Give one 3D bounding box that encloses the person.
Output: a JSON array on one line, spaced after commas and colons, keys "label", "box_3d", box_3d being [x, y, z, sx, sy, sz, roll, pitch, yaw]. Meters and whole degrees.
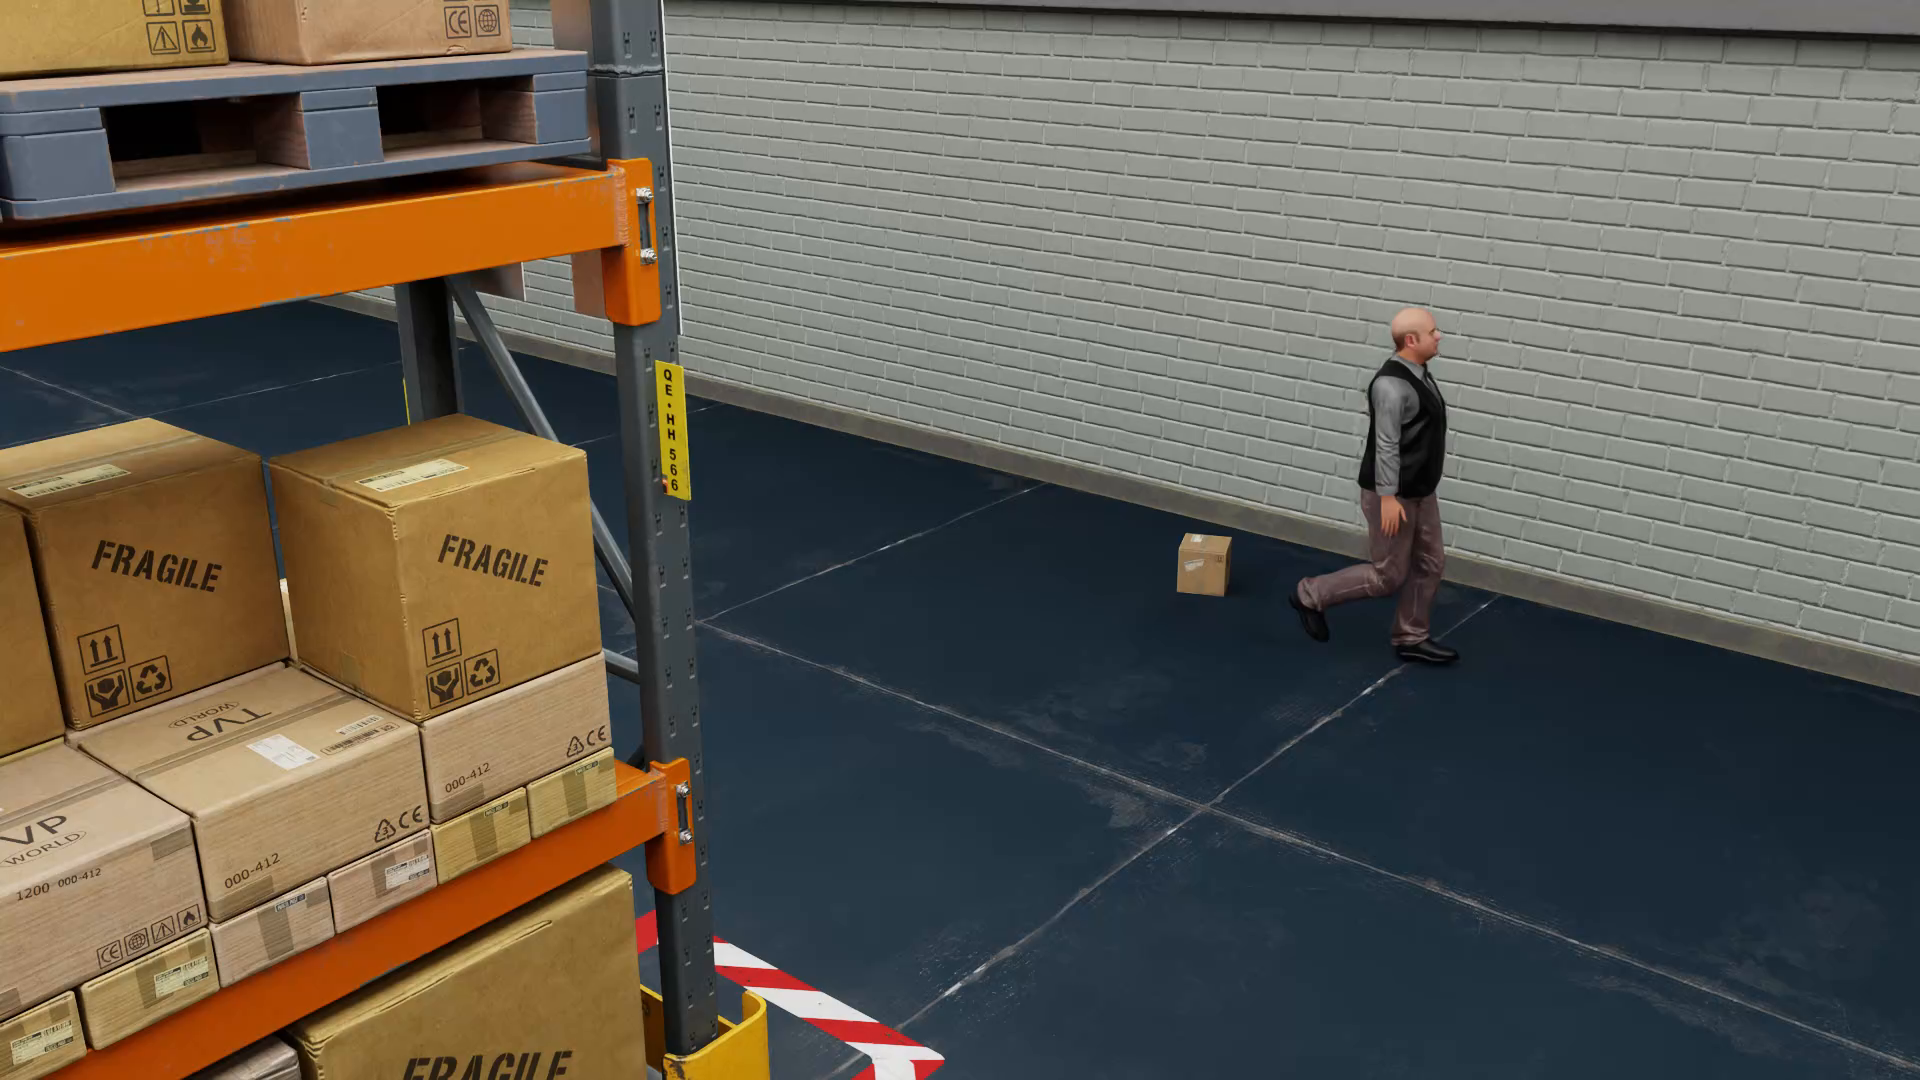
[{"label": "person", "box_3d": [1.996, -0.246, 7.758, 0.796, 1.702, 0.536, 11, 23, 27]}]
